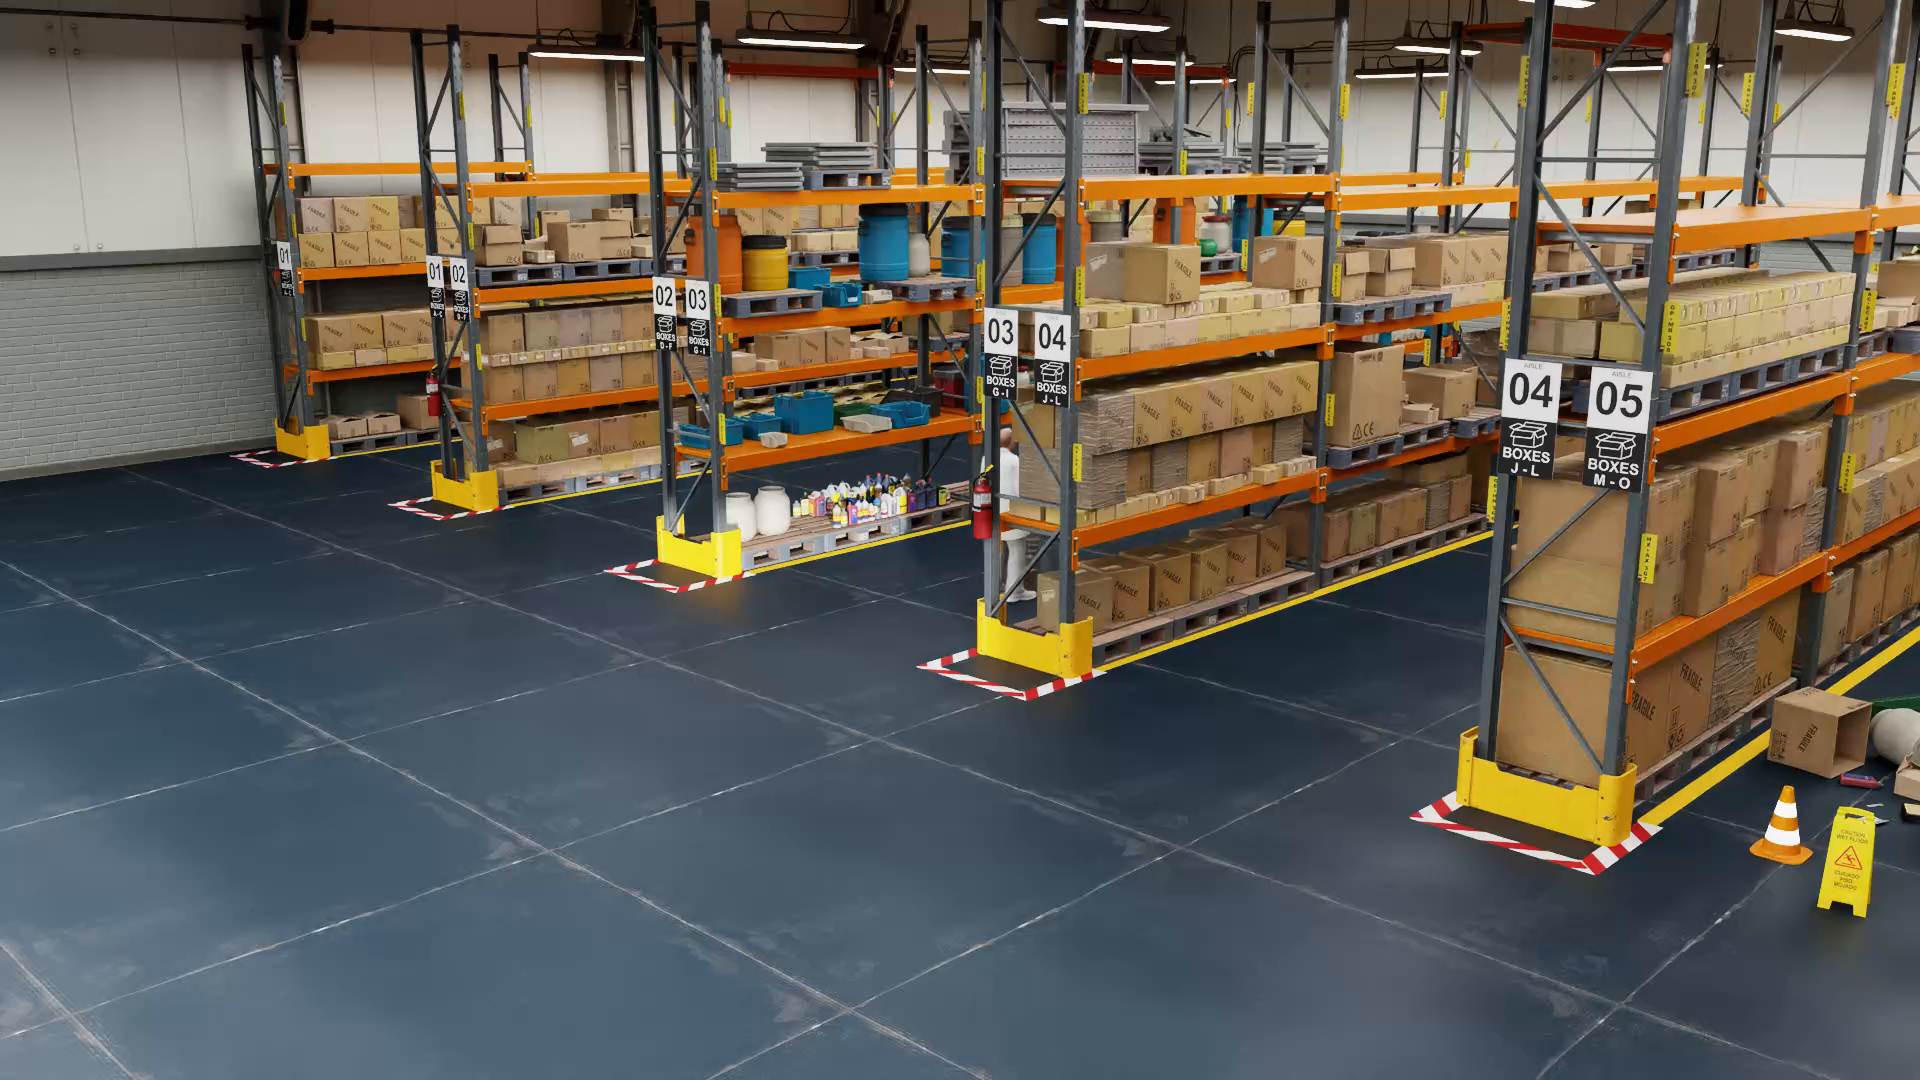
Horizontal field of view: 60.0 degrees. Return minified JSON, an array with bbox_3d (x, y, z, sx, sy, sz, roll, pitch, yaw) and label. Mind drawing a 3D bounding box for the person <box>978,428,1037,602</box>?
[{"bbox_3d":[0.468,-0.266,17.138,0.642,1.772,0.428,12,18,40],"label":"person"}]
